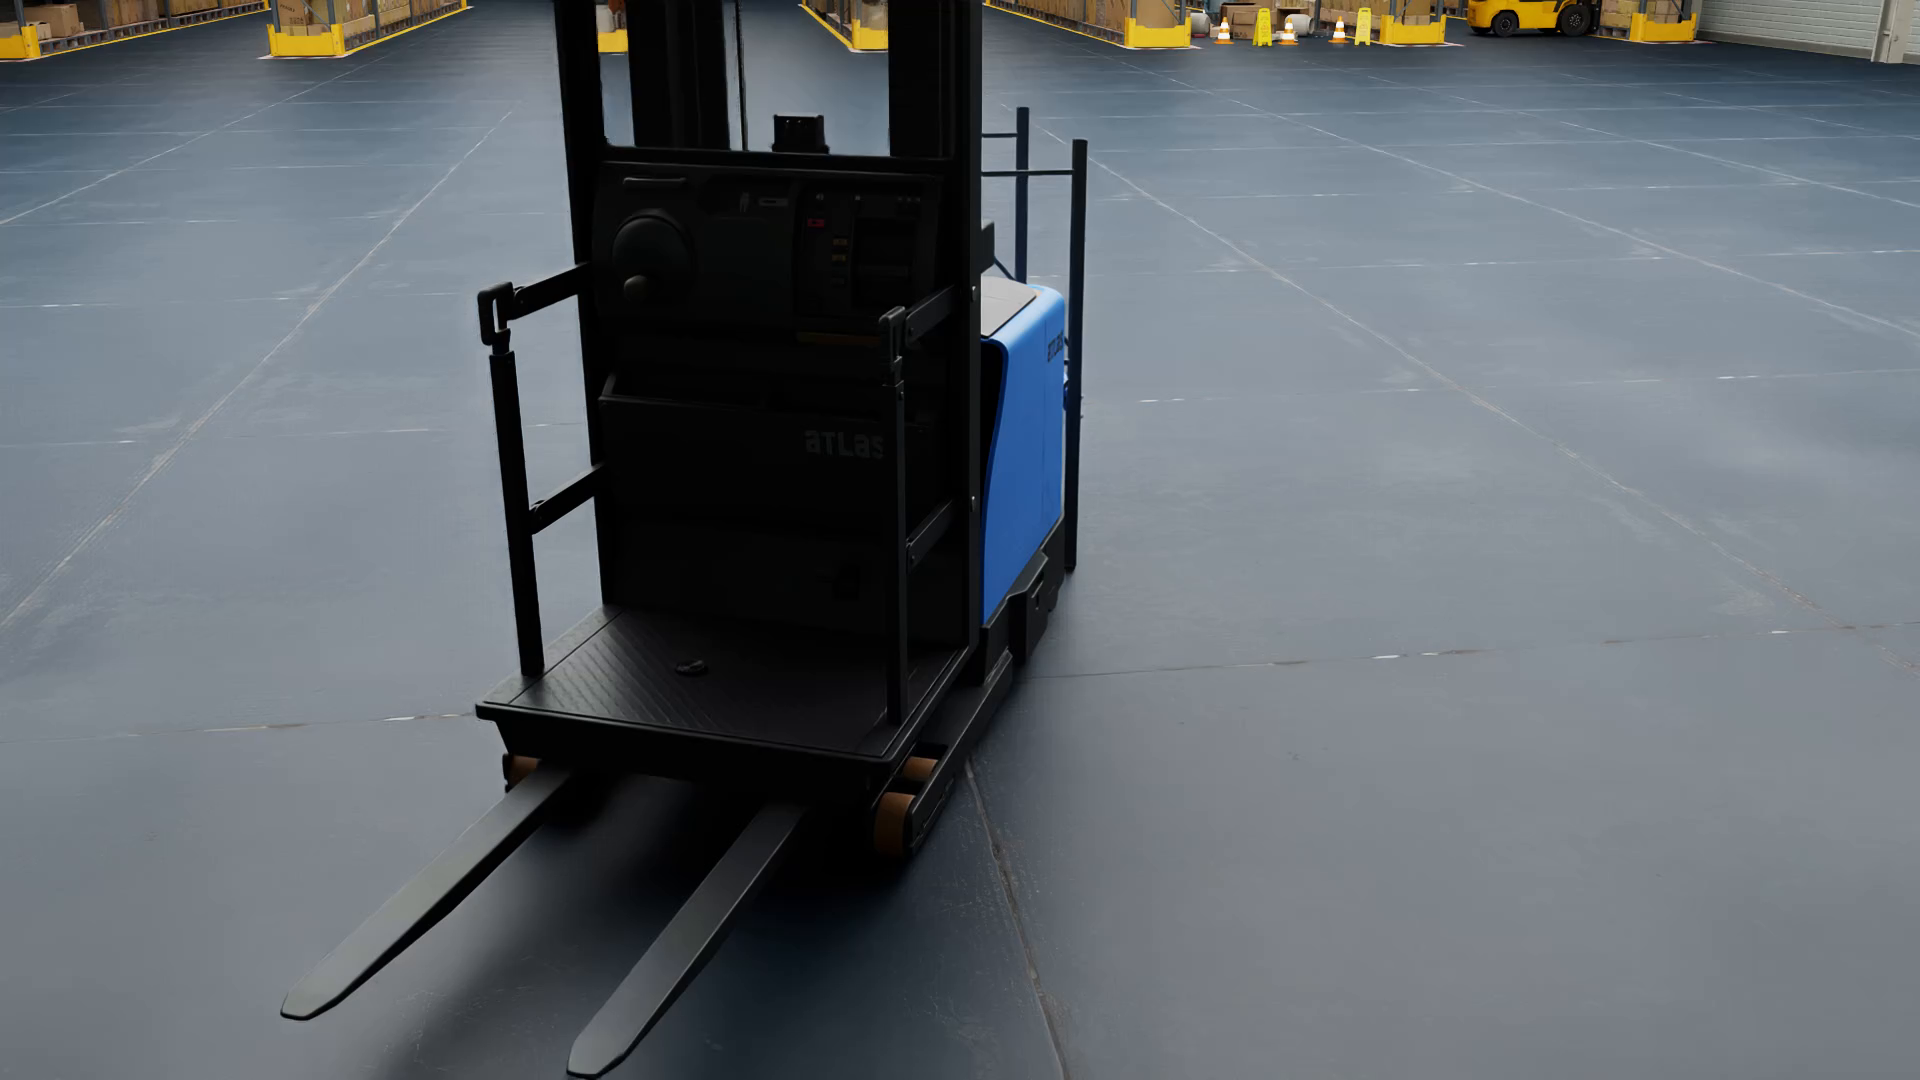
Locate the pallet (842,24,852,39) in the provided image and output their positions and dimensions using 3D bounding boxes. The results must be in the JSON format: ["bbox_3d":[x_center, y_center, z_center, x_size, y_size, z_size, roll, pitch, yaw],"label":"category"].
[{"bbox_3d":[-1.776,-10.049,32.820,1.003,0.211,1.213,-3,21,-8],"label":"pallet"}]

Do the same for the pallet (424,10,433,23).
[{"bbox_3d":[-12.530,-11.848,37.637,1.003,0.211,1.213,-3,21,-8],"label":"pallet"}]

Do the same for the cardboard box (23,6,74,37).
[{"bbox_3d":[-16.185,-9.185,29.464,0.700,0.500,0.500,-4,21,-11],"label":"cardboard box"}]

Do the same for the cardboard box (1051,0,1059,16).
[{"bbox_3d":[2.567,-11.811,36.167,1.050,0.750,0.750,-3,21,-7],"label":"cardboard box"}]

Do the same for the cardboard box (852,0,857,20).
[{"bbox_3d":[-1.799,-10.273,32.408,0.500,0.500,0.500,4,21,9],"label":"cardboard box"}]

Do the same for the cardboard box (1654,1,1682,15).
[{"bbox_3d":[13.525,-10.269,32.038,0.500,0.250,0.500,-3,21,-7],"label":"cardboard box"}]

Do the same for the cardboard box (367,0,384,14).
[{"bbox_3d":[-11.524,-10.415,32.342,0.500,0.311,0.500,-3,21,-8],"label":"cardboard box"}]

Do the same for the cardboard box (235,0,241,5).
[{"bbox_3d":[-17.913,-13.248,40.372,0.700,0.500,0.500,-2,21,-6],"label":"cardboard box"}]

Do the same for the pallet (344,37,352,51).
[{"bbox_3d":[-11.286,-8.659,29.099,1.003,0.211,1.213,-3,21,-8],"label":"pallet"}]

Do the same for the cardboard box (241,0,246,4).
[{"bbox_3d":[-17.997,-13.432,40.866,0.700,0.500,0.500,-4,21,-10],"label":"cardboard box"}]

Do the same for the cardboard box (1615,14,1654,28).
[{"bbox_3d":[13.007,-10.008,32.054,0.500,0.250,0.500,-3,21,-7],"label":"cardboard box"}]

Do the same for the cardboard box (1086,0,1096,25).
[{"bbox_3d":[3.037,-10.781,33.232,0.875,0.875,0.875,-3,21,-7],"label":"cardboard box"}]

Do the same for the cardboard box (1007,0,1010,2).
[{"bbox_3d":[1.412,-13.733,42.173,0.380,0.149,0.250,-4,21,-10],"label":"cardboard box"}]

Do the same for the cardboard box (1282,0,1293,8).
[{"bbox_3d":[7.612,-11.722,36.471,0.950,0.372,0.625,-2,21,-6],"label":"cardboard box"}]

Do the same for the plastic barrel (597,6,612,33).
[{"bbox_3d":[-6.403,-9.207,29.535,0.421,0.512,0.421,0,20,0],"label":"plastic barrel"}]

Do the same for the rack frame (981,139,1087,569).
[{"bbox_3d":[0.166,-0.595,5.665,0.500,1.500,0.032,-3,21,-8],"label":"rack frame"}]

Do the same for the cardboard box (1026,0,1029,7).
[{"bbox_3d":[1.873,-12.964,39.611,0.500,0.500,0.500,-3,21,-7],"label":"cardboard box"}]

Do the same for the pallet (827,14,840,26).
[{"bbox_3d":[-2.373,-11.394,36.421,1.003,0.211,1.213,-3,21,-8],"label":"pallet"}]

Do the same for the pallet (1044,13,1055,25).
[{"bbox_3d":[2.478,-11.603,36.981,1.003,0.211,1.213,-3,21,-8],"label":"pallet"}]

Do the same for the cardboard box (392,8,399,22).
[{"bbox_3d":[-11.746,-10.681,33.856,0.500,0.250,0.500,-3,21,-7],"label":"cardboard box"}]

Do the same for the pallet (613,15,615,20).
[{"bbox_3d":[-7.312,-11.145,35.754,1.003,0.211,1.213,-3,21,-8],"label":"pallet"}]

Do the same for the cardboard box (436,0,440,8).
[{"bbox_3d":[-12.509,-12.736,38.973,0.500,0.500,0.500,-3,21,-8],"label":"cardboard box"}]

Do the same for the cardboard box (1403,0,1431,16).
[{"bbox_3d":[8.629,-10.262,31.663,0.500,0.500,0.500,-4,21,-10],"label":"cardboard box"}]

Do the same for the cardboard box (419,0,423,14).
[{"bbox_3d":[-12.151,-11.861,36.629,0.500,0.500,0.500,-4,21,-10],"label":"cardboard box"}]

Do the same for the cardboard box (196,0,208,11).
[{"bbox_3d":[-17.412,-12.270,37.253,0.750,0.750,0.750,-2,21,-6],"label":"cardboard box"}]

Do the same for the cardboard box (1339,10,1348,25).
[{"bbox_3d":[7.884,-10.409,33.127,0.500,0.250,0.500,-3,21,-8],"label":"cardboard box"}]

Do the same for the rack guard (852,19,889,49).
[{"bbox_3d":[-1.342,-9.056,29.750,1.175,0.500,0.348,-3,21,-8],"label":"rack guard"}]

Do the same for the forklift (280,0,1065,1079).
[{"bbox_3d":[-0.552,-0.738,4.003,1.130,2.935,3.031,6,21,15],"label":"forklift"}]

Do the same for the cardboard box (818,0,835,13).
[{"bbox_3d":[-2.563,-12.412,37.599,1.225,0.875,0.875,-4,21,-10],"label":"cardboard box"}]

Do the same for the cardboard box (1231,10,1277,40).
[{"bbox_3d":[5.717,-10.012,32.303,0.637,0.503,0.797,17,27,39],"label":"cardboard box"}]

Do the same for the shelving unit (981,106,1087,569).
[{"bbox_3d":[0.091,-0.771,6.136,0.538,1.500,1.048,-3,21,-8],"label":"shelving unit"}]

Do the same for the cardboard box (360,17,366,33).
[{"bbox_3d":[-11.279,-9.501,30.696,0.500,0.250,0.500,-3,21,-8],"label":"cardboard box"}]

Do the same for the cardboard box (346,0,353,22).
[{"bbox_3d":[-11.150,-9.505,29.636,0.500,0.500,0.500,-3,21,-8],"label":"cardboard box"}]

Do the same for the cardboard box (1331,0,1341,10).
[{"bbox_3d":[7.806,-10.943,33.486,0.500,0.500,0.500,-2,21,-6],"label":"cardboard box"}]

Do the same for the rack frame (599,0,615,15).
[{"bbox_3d":[-7.385,-12.721,35.989,1.000,3.000,0.127,-3,21,-8],"label":"rack frame"}]

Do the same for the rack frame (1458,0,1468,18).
[{"bbox_3d":[12.234,-13.722,38.670,1.000,3.000,0.127,-3,21,-8],"label":"rack frame"}]

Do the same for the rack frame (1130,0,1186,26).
[{"bbox_3d":[3.592,-10.416,29.818,1.000,3.000,0.127,-3,21,-8],"label":"rack frame"}]

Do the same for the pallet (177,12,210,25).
[{"bbox_3d":[-17.401,-11.613,37.009,1.003,0.211,1.213,-3,21,-8],"label":"pallet"}]

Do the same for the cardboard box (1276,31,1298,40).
[{"bbox_3d":[6.288,-9.717,32.020,0.380,0.149,0.250,8,22,20],"label":"cardboard box"}]

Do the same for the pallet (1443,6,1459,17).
[{"bbox_3d":[12.163,-12.677,39.855,1.003,0.211,1.213,-3,21,-8],"label":"pallet"}]

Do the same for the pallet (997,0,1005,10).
[{"bbox_3d":[1.551,-13.919,43.181,1.003,0.211,1.213,-3,21,-8],"label":"pallet"}]

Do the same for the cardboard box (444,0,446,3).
[{"bbox_3d":[-13.140,-13.544,41.132,0.797,0.503,0.637,-3,21,-8],"label":"cardboard box"}]

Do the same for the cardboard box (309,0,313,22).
[{"bbox_3d":[-11.665,-9.479,29.566,0.500,0.500,0.500,-3,21,-8],"label":"cardboard box"}]

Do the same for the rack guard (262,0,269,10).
[{"bbox_3d":[-18.346,-13.829,42.527,1.175,0.500,0.348,-3,21,-8],"label":"rack guard"}]

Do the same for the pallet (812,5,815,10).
[{"bbox_3d":[-3.272,-13.740,42.703,1.003,0.211,1.213,-3,21,-8],"label":"pallet"}]

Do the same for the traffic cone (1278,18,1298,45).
[{"bbox_3d":[6.088,-9.423,30.783,0.336,0.463,0.334,-3,21,-8],"label":"traffic cone"}]

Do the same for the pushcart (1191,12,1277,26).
[{"bbox_3d":[5.650,-10.725,34.393,1.648,0.377,0.936,-11,23,-26],"label":"pushcart"}]

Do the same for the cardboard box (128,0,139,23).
[{"bbox_3d":[-16.975,-10.655,33.401,0.700,0.500,0.500,-3,21,-8],"label":"cardboard box"}]

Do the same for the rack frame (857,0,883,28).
[{"bbox_3d":[-1.331,-10.201,29.242,1.000,3.000,0.127,-3,21,-8],"label":"rack frame"}]

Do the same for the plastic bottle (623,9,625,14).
[{"bbox_3d":[-6.356,-9.915,31.632,0.144,0.351,0.185,-3,21,-8],"label":"plastic bottle"}]

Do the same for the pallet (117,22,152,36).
[{"bbox_3d":[-16.905,-10.223,33.286,1.003,0.211,1.213,-3,21,-8],"label":"pallet"}]

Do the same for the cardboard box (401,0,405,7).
[{"bbox_3d":[-11.887,-11.295,34.700,0.500,0.311,0.500,-3,21,-9],"label":"cardboard box"}]

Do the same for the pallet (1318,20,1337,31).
[{"bbox_3d":[8.031,-10.549,34.158,1.003,0.211,1.213,-3,21,-8],"label":"pallet"}]
